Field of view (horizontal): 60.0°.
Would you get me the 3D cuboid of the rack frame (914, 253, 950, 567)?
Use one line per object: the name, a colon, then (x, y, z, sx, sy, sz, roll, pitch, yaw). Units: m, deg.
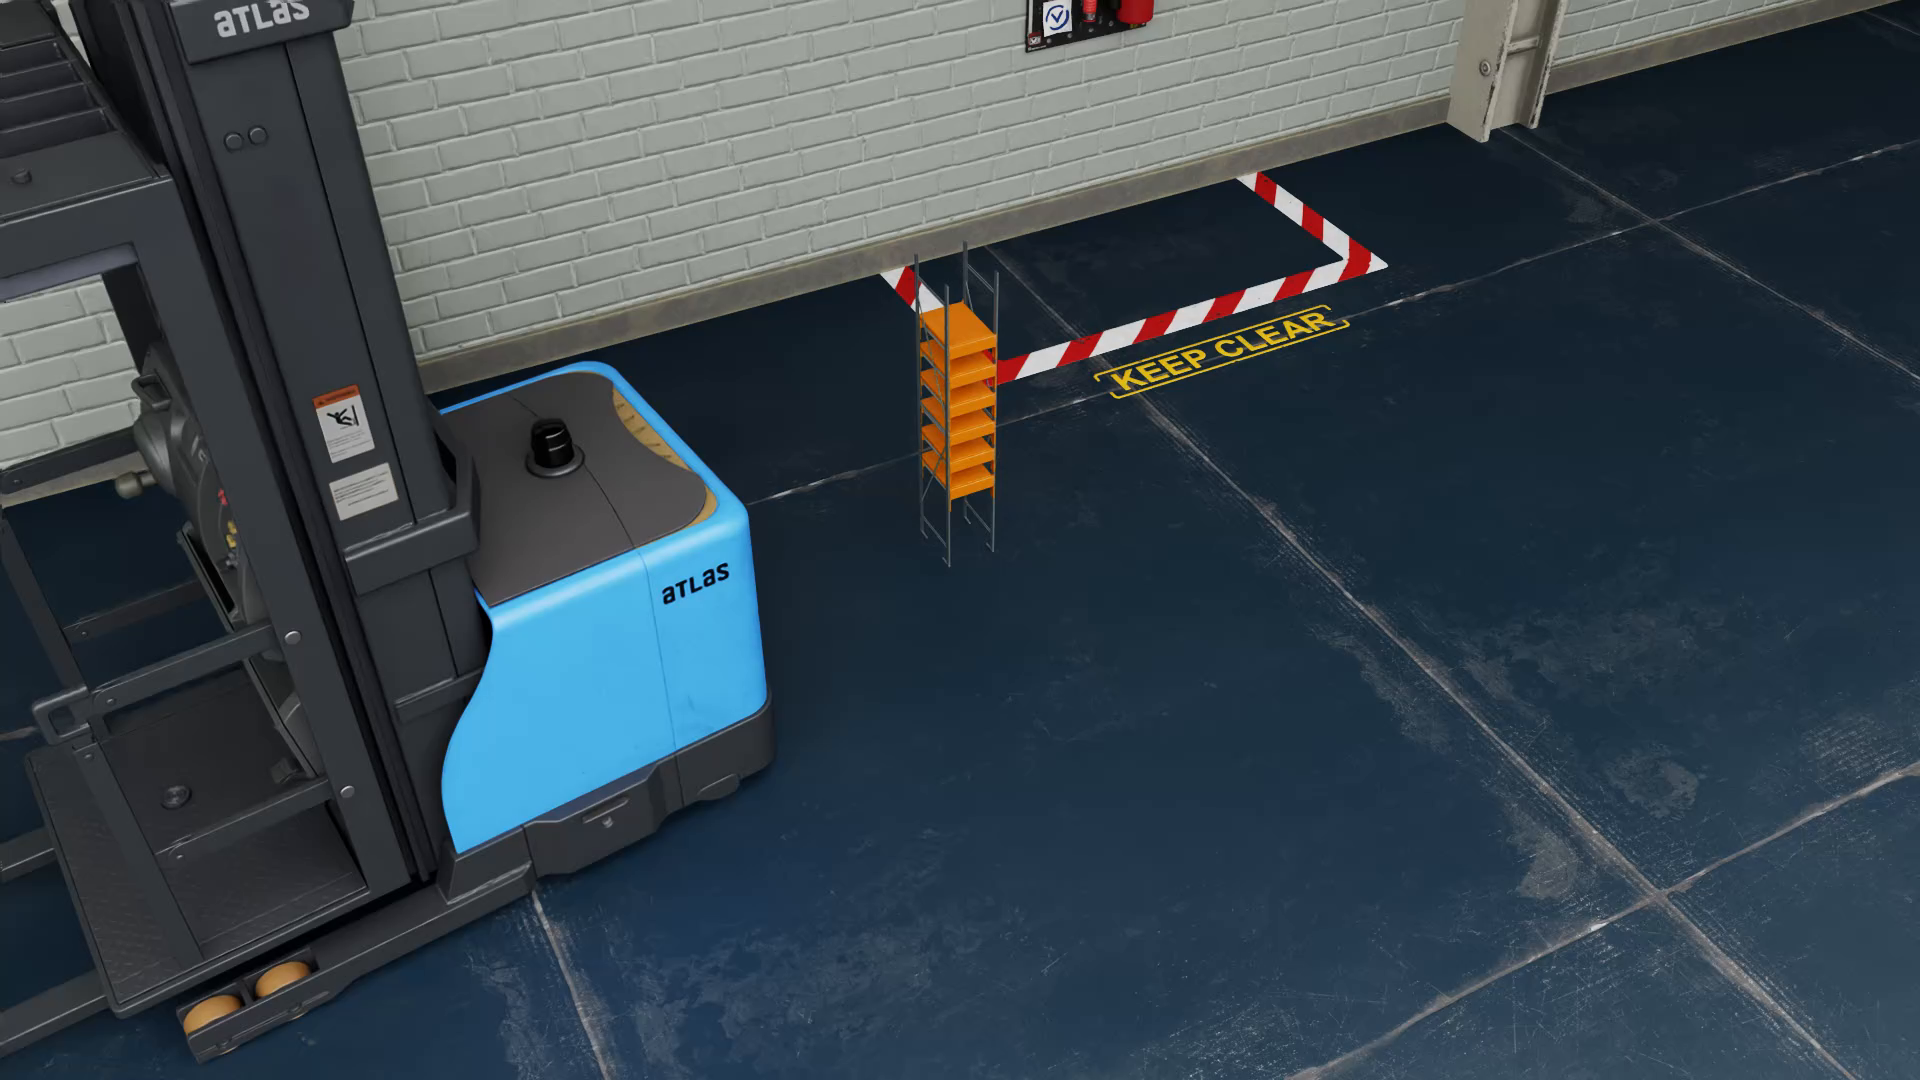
rack frame: (-0.094, -0.426, 5.825, 0.006, 1.200, 0.240, -19, 44, -21)

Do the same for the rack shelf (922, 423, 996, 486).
rack shelf: (-0.013, -0.328, 5.963, 0.180, 0.103, 0.258, -19, 44, -21)

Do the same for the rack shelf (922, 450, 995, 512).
rack shelf: (-0.013, -0.237, 6.041, 0.180, 0.103, 0.258, -19, 44, -21)

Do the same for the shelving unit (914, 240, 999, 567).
shelving unit: (-0.013, -0.454, 5.857, 0.189, 1.200, 0.258, -19, 44, -21)

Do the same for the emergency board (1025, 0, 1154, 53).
emergency board: (0.621, -2.658, 7.068, 0.643, 1.169, 0.194, -19, 44, -21)

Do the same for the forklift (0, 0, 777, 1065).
forklift: (-2.089, -0.093, 4.092, 3.031, 2.935, 1.130, -24, 46, -26)

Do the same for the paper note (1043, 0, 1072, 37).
paper note: (0.432, -2.308, 7.337, 0.142, 0.148, 0.016, -19, 44, -21)

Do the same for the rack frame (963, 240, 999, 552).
rack frame: (0.068, -0.481, 5.890, 0.006, 1.200, 0.240, -19, 44, -21)

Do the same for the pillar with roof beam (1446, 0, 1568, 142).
pillar with roof beam: (4.819, -3.196, 3.061, 0.400, 9.000, 9.100, -19, 44, -21)

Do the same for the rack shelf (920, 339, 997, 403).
rack shelf: (-0.013, -0.603, 5.731, 0.180, 0.103, 0.258, -19, 44, -21)

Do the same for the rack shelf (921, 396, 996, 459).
rack shelf: (-0.013, -0.420, 5.886, 0.180, 0.103, 0.258, -19, 44, -21)

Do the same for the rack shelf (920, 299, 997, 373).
rack shelf: (-0.013, -0.694, 5.653, 0.180, 0.103, 0.258, -19, 44, -21)

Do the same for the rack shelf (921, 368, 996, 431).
rack shelf: (-0.013, -0.511, 5.808, 0.180, 0.103, 0.258, -19, 44, -21)
